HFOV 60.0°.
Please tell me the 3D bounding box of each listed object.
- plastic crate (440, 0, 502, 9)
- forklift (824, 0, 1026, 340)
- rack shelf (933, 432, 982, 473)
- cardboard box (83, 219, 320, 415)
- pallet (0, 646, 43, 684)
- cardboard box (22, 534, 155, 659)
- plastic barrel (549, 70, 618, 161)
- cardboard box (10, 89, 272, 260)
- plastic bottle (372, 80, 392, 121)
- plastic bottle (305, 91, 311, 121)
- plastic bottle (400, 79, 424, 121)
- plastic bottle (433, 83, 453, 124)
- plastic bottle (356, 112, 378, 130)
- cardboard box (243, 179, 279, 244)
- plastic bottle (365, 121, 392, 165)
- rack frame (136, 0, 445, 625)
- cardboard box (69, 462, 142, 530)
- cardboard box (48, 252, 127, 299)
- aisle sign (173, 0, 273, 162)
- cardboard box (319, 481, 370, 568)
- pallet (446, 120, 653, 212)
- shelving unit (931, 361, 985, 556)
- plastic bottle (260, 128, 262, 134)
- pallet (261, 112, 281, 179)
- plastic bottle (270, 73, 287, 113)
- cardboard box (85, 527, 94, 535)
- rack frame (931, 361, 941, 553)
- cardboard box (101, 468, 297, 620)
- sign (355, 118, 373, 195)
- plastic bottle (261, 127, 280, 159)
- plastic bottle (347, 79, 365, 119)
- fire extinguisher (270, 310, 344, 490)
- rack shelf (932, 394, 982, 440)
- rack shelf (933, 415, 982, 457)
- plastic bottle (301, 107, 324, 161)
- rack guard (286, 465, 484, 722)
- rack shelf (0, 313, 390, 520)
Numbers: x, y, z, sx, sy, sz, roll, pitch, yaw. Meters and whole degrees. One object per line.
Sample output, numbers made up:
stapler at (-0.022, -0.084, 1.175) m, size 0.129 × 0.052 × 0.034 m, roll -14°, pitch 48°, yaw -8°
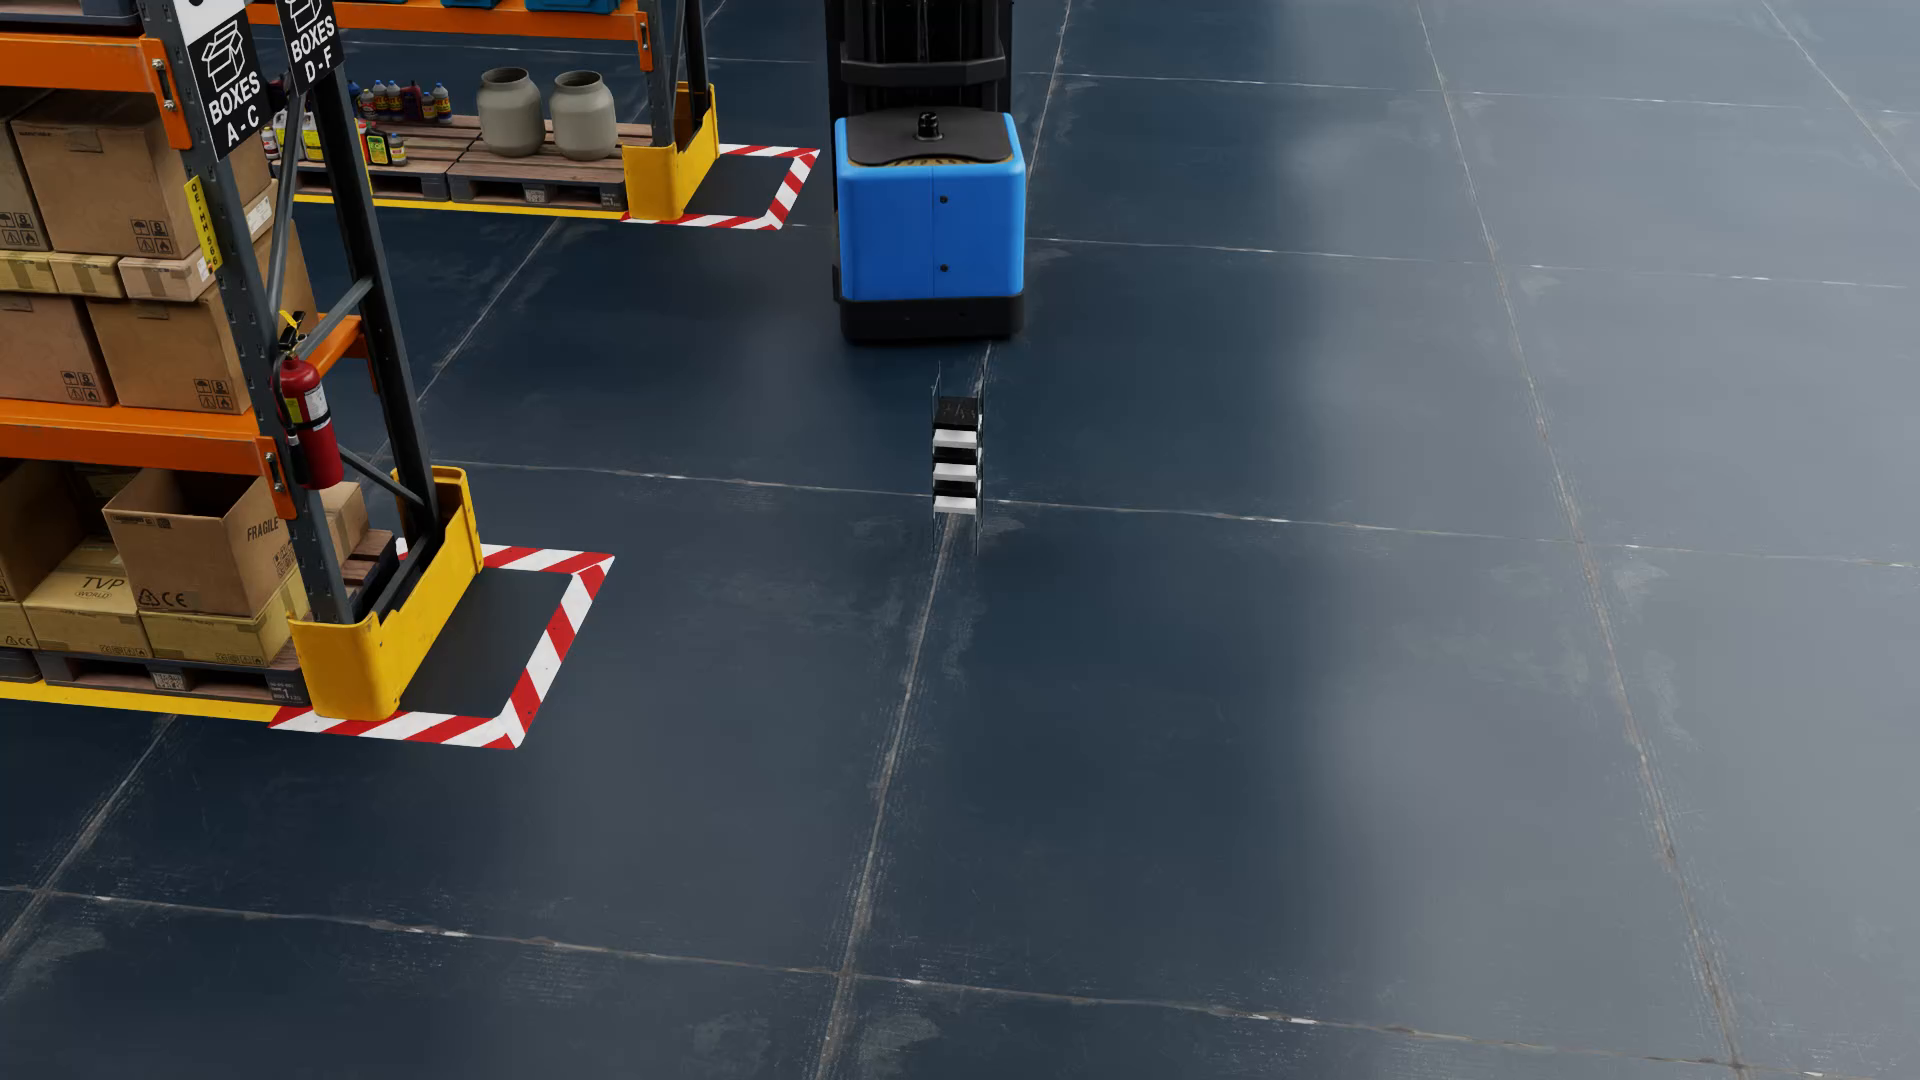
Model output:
plastic crate at (-3.031, -3.524, 10.422) m, size 0.408 × 0.251 × 0.499 m, roll 4°, pitch 36°, yaw 6°
forklift at (-0.258, -3.161, 9.843) m, size 1.130 × 2.935 × 3.031 m, roll -3°, pitch 36°, yaw -4°
rack shelf at (-0.008, -0.413, 7.644) m, size 0.200 × 0.077 × 0.258 m, roll 4°, pitch 36°, yaw 6°
cardboard box at (-2.949, -0.898, 6.527) m, size 0.500 × 0.500 × 0.700 m, roll 4°, pitch 36°, yaw 6°
pallet at (-4.458, 0.196, 7.482) m, size 1.213 × 0.211 × 1.003 m, roll 4°, pitch 36°, yaw 6°
cardboard box at (-3.555, 0.234, 7.034) m, size 0.500 × 0.250 × 0.500 m, roll 4°, pitch 36°, yaw 6°
plastic barrel at (-2.515, -2.832, 11.104) m, size 0.421 × 0.512 × 0.421 m, roll 0°, pitch 36°, yaw 0°
cardboard box at (-3.001, -1.430, 6.156) m, size 0.500 × 0.500 × 0.700 m, roll 4°, pitch 36°, yaw 6°
plastic bottle at (-4.051, -3.084, 11.647) m, size 0.097 × 0.271 × 0.097 m, roll 0°, pitch 36°, yaw 0°
plastic bottle at (-4.487, -3.043, 11.579) m, size 0.133 × 0.283 × 0.061 m, roll 4°, pitch 36°, yaw 6°
plastic bottle at (-3.834, -3.083, 11.635) m, size 0.133 × 0.283 × 0.061 m, roll 5°, pitch 36°, yaw 7°
plastic bottle at (-3.612, -3.051, 11.601) m, size 0.097 × 0.271 × 0.097 m, roll 0°, pitch 36°, yaw 0°
plastic bottle at (-3.964, -2.721, 11.128) m, size 0.133 × 0.283 × 0.061 m, roll 4°, pitch 36°, yaw 6°
cardboard box at (-2.849, -1.273, 6.495) m, size 0.250 × 0.149 × 0.380 m, roll 4°, pitch 36°, yaw 6°
plastic bottle at (-3.849, -2.624, 10.991) m, size 0.133 × 0.283 × 0.061 m, roll 5°, pitch 36°, yaw 7°
rack frame at (-2.488, -0.815, 6.498) m, size 0.127 × 3.000 × 1.000 m, roll 4°, pitch 36°, yaw 6°
cardboard box at (-3.487, -0.376, 7.242) m, size 0.500 × 0.500 × 0.500 m, roll 4°, pitch 36°, yaw 6°
cardboard box at (-3.151, -1.057, 6.192) m, size 0.250 × 0.149 × 0.380 m, roll 5°, pitch 36°, yaw 7°
aisle sign at (-2.460, -1.699, 5.499) m, size 0.004 × 0.787 × 0.394 m, roll 4°, pitch 36°, yaw 6°
cardboard box at (-2.991, -0.035, 7.410) m, size 0.500 × 0.250 × 0.500 m, roll 4°, pitch 36°, yaw 6°
pallet at (-2.739, -2.576, 11.365) m, size 1.213 × 0.211 × 1.003 m, roll 4°, pitch 36°, yaw 6°
shelving unit at (-0.008, -0.367, 7.677) m, size 0.210 × 0.900 × 0.258 m, roll 4°, pitch 36°, yaw 6°
plastic bottle at (-4.735, -2.731, 11.152) m, size 0.097 × 0.271 × 0.097 m, roll 0°, pitch 36°, yaw 0°
pallet at (-5.160, -2.756, 11.618) m, size 1.213 × 0.211 × 1.003 m, roll 4°, pitch 36°, yaw 6°
plastic bottle at (-4.788, -3.154, 11.735) m, size 0.133 × 0.283 × 0.061 m, roll 7°, pitch 36°, yaw 9°
cardboard box at (-3.983, -0.107, 7.511) m, size 0.500 × 0.250 × 0.500 m, roll 4°, pitch 36°, yaw 6°
rack frame at (-0.109, -0.374, 7.688) m, size 0.006 × 0.900 × 0.240 m, roll 4°, pitch 36°, yaw 6°
cardboard box at (-3.057, -0.040, 6.772) m, size 0.500 × 0.500 × 0.500 m, roll 4°, pitch 36°, yaw 6°
sign at (-2.411, -1.519, 6.671) m, size 0.005 × 0.325 × 0.100 m, roll 4°, pitch 36°, yaw 6°
plastic bottle at (-4.608, -2.658, 11.110) m, size 0.097 × 0.201 × 0.097 m, roll 0°, pitch 36°, yaw 0°
plastic bottle at (-4.252, -3.099, 11.668) m, size 0.097 × 0.271 × 0.097 m, roll 0°, pitch 36°, yaw 0°
fire extinguisher at (-2.429, -0.507, 6.133) m, size 0.183 × 0.674 × 0.296 m, roll 4°, pitch 36°, yaw 6°
rack shelf at (-0.008, -0.560, 7.540) m, size 0.200 × 0.077 × 0.258 m, roll 4°, pitch 36°, yaw 6°
rack shelf at (-0.008, -0.486, 7.592) m, size 0.200 × 0.077 × 0.258 m, roll 4°, pitch 36°, yaw 6°
plastic bottle at (-4.279, -2.708, 11.051) m, size 0.185 × 0.351 × 0.144 m, roll 6°, pitch 36°, yaw 8°
rack guard at (-2.464, 0.204, 7.221) m, size 0.348 × 0.500 × 1.175 m, roll 4°, pitch 36°, yaw 6°
rack shelf at (-4.471, -0.670, 6.914) m, size 4.000 × 0.370 × 1.077 m, roll 4°, pitch 36°, yaw 6°
